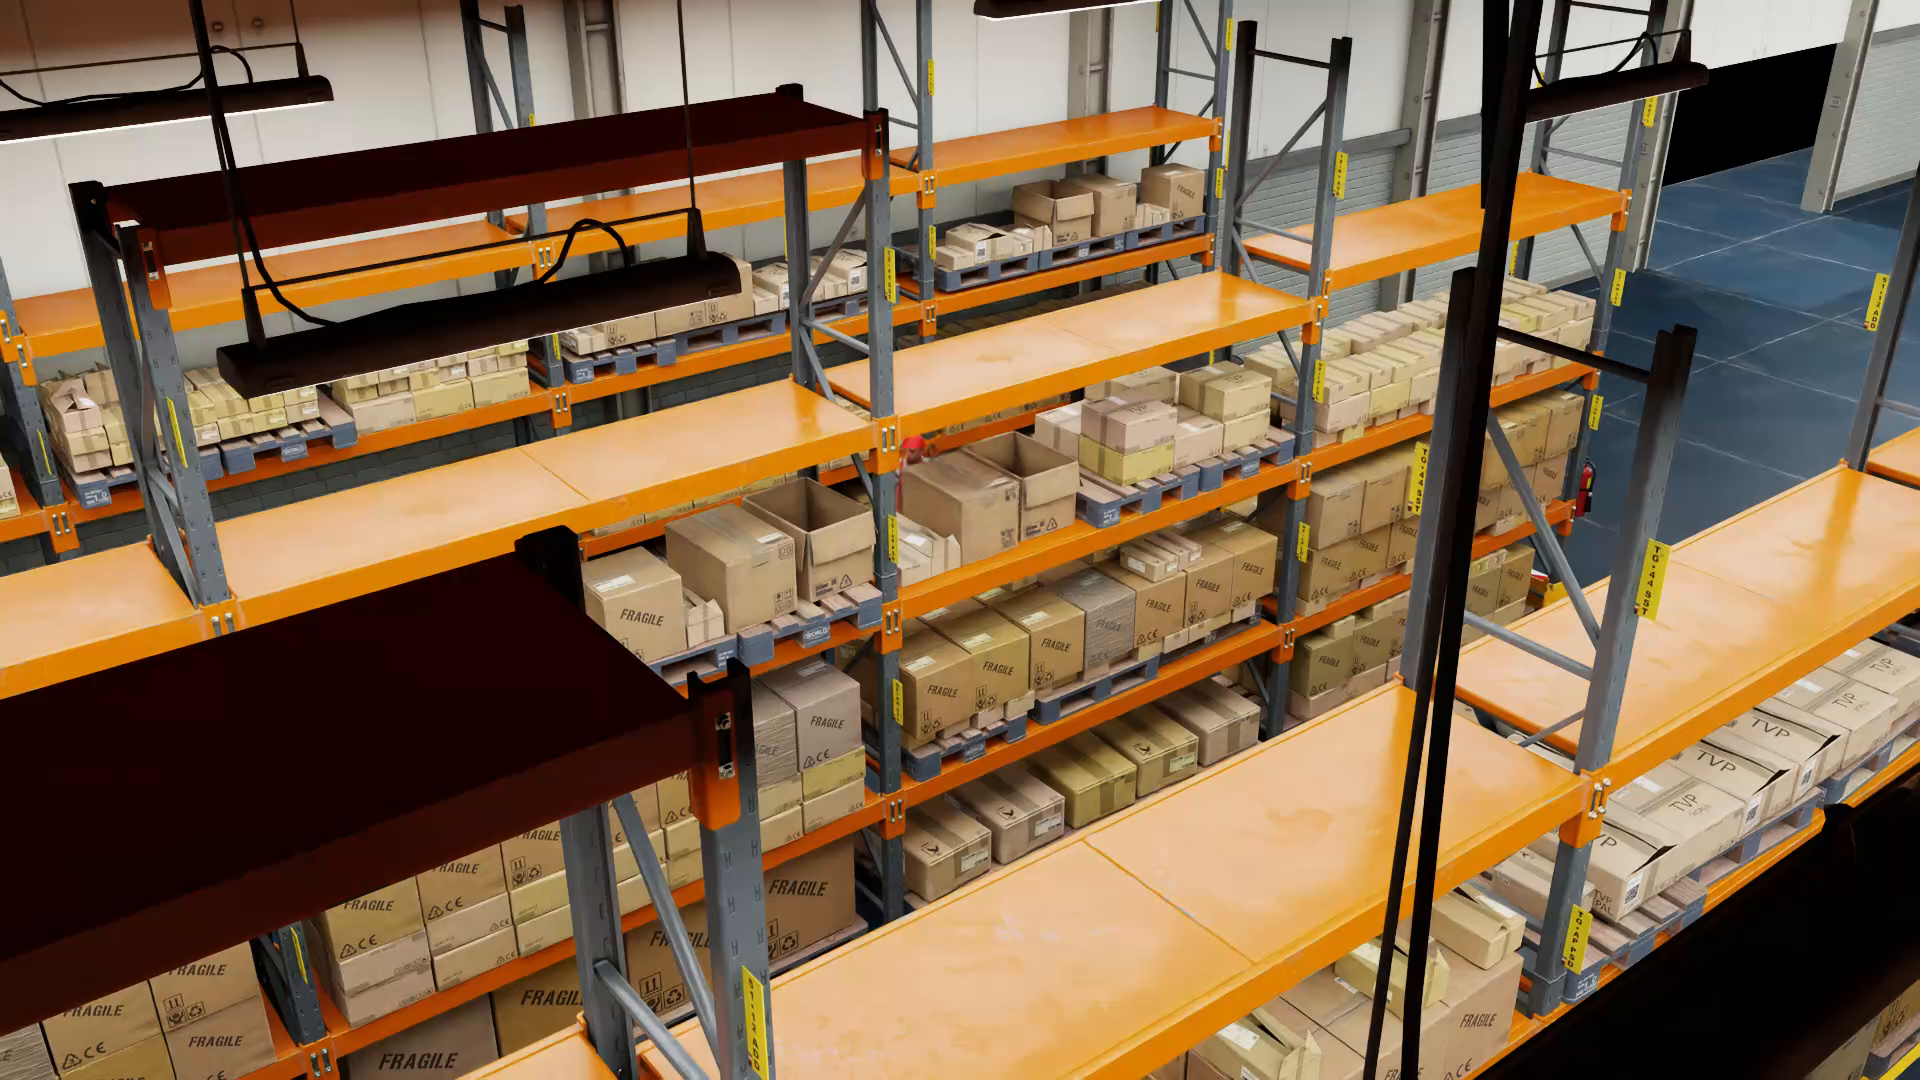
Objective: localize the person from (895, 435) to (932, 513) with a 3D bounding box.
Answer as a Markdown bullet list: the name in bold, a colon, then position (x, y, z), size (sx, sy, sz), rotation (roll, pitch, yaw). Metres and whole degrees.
- **person**: position (-0.393, -0.244, 16.135), size (0.546, 1.740, 0.608), rotation (20, 32, 35)
